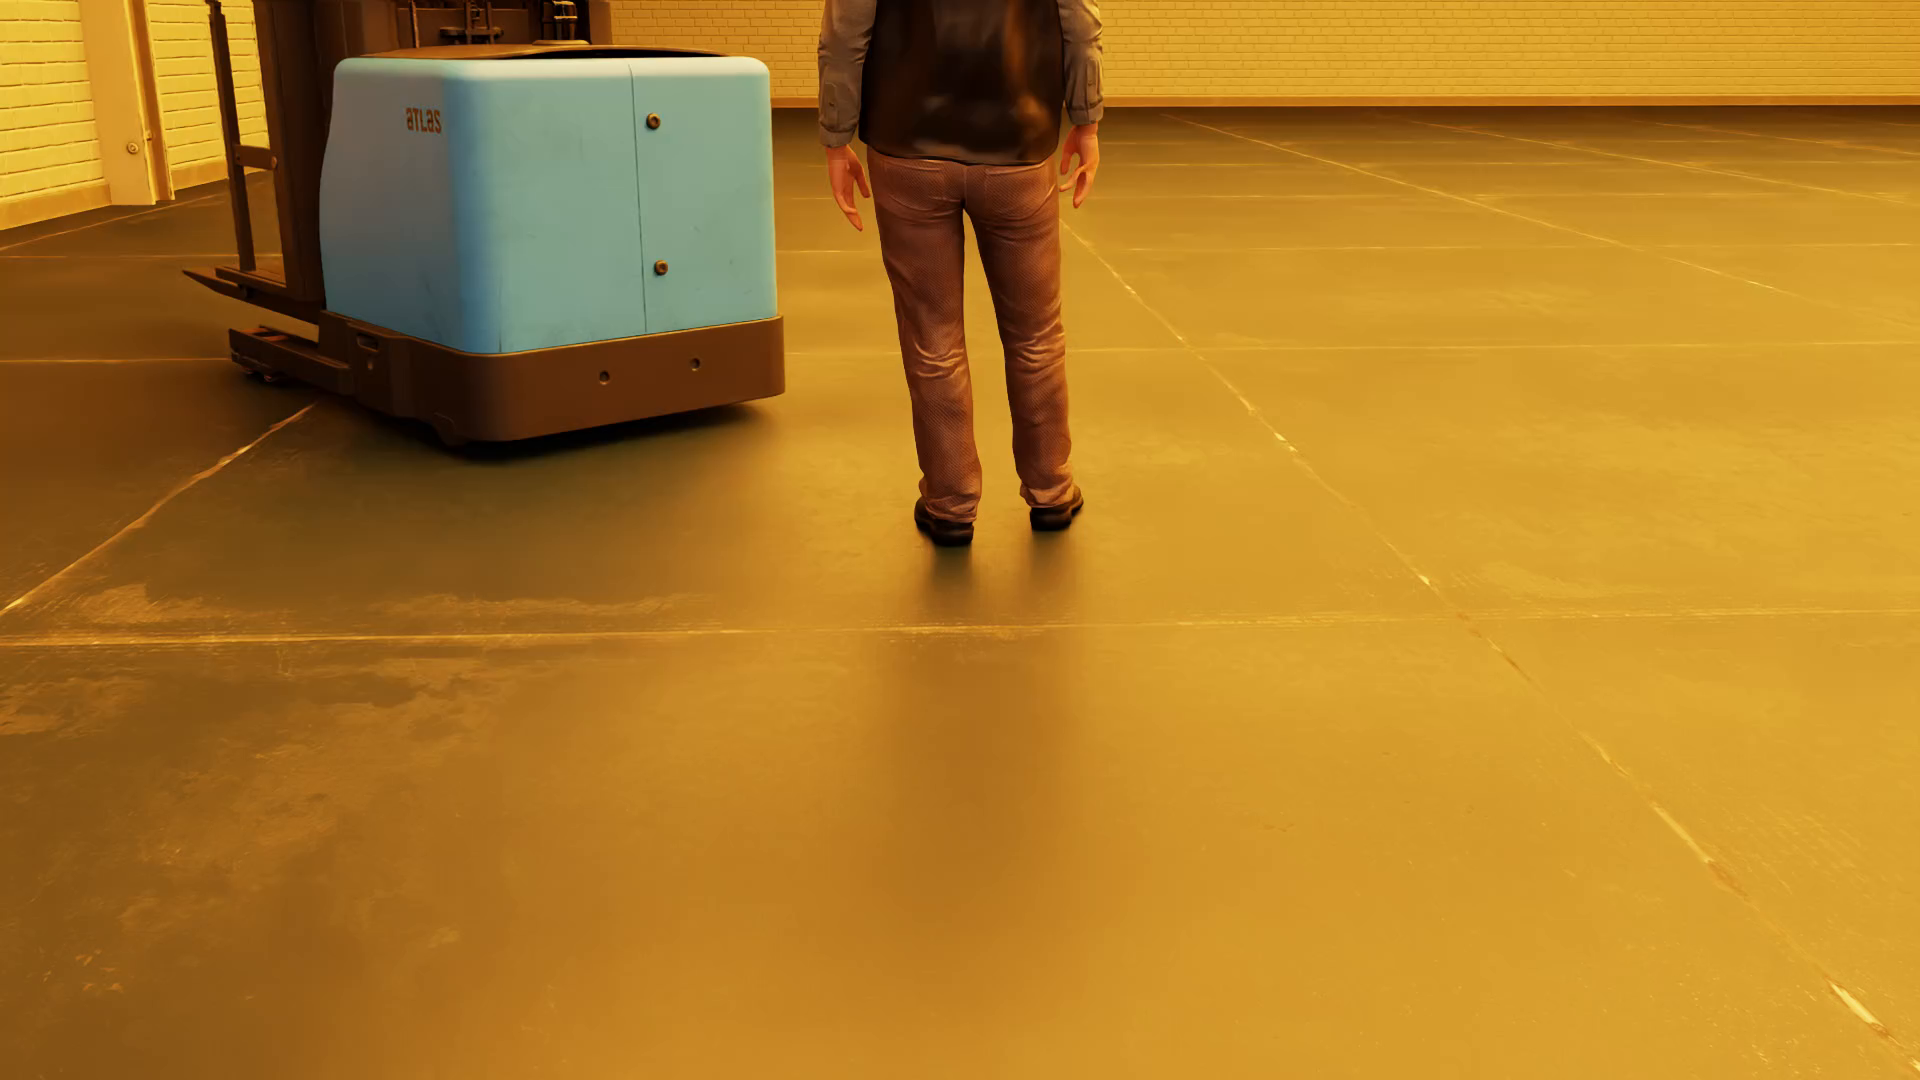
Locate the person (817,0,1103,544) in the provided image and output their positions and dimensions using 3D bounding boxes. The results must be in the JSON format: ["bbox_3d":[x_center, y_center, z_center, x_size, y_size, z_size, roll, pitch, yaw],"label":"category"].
[{"bbox_3d":[0.005,-0.848,3.724,0.632,1.720,0.568,-1,17,-3],"label":"person"}]

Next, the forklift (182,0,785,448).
[{"bbox_3d":[-1.898,-2.021,5.513,1.130,2.935,3.031,-15,22,-39],"label":"forklift"}]
